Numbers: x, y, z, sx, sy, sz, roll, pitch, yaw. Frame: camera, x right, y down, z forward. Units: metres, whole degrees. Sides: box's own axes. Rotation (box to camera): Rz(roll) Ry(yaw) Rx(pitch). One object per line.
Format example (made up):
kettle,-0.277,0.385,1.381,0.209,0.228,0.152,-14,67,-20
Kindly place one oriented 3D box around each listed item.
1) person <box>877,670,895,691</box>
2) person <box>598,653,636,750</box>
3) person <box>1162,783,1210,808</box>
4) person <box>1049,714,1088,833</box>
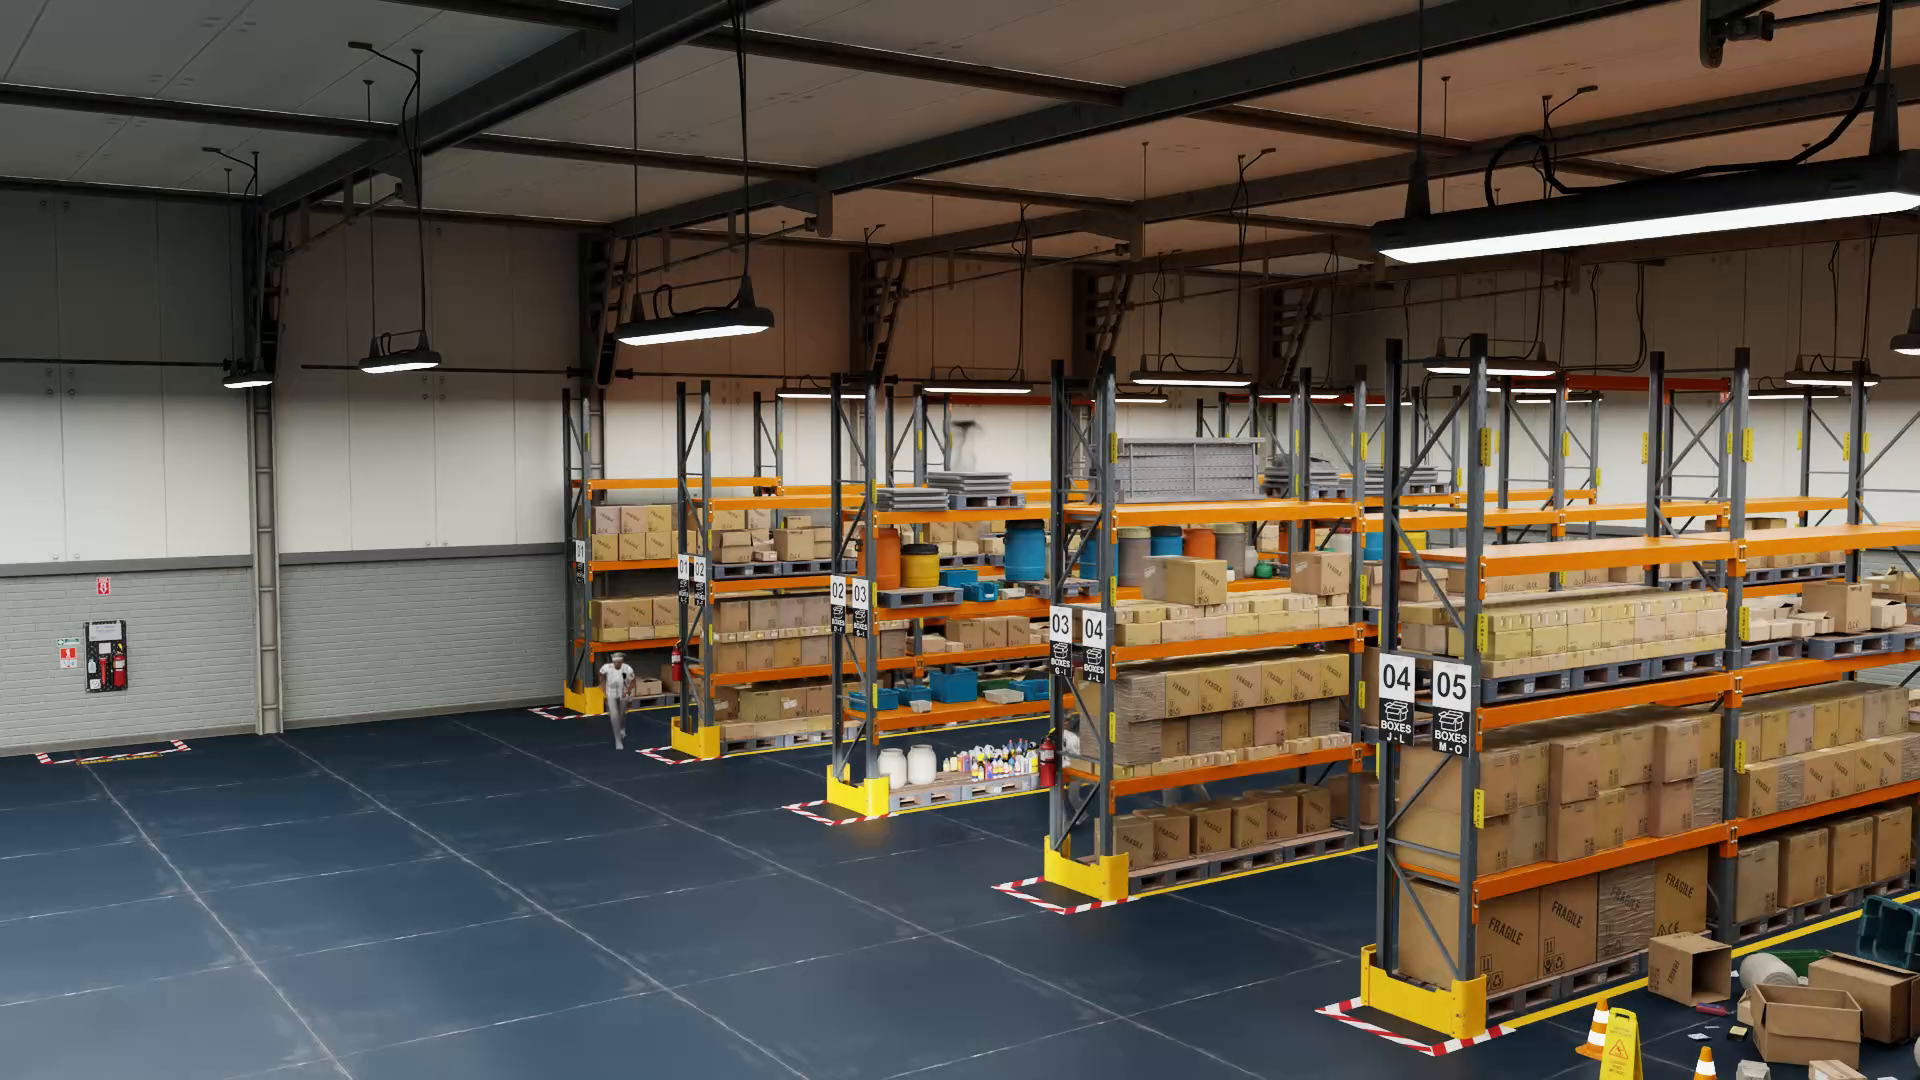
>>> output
person,-1.520,2.367,31.067,0.566,1.630,0.581,-2,4,-30
person,-5.668,2.627,27.565,0.612,1.627,0.986,0,4,-7
person,2.986,2.919,21.985,0.805,1.720,0.582,-3,5,-36
person,1.466,3.003,21.482,0.619,1.624,0.784,3,5,42
